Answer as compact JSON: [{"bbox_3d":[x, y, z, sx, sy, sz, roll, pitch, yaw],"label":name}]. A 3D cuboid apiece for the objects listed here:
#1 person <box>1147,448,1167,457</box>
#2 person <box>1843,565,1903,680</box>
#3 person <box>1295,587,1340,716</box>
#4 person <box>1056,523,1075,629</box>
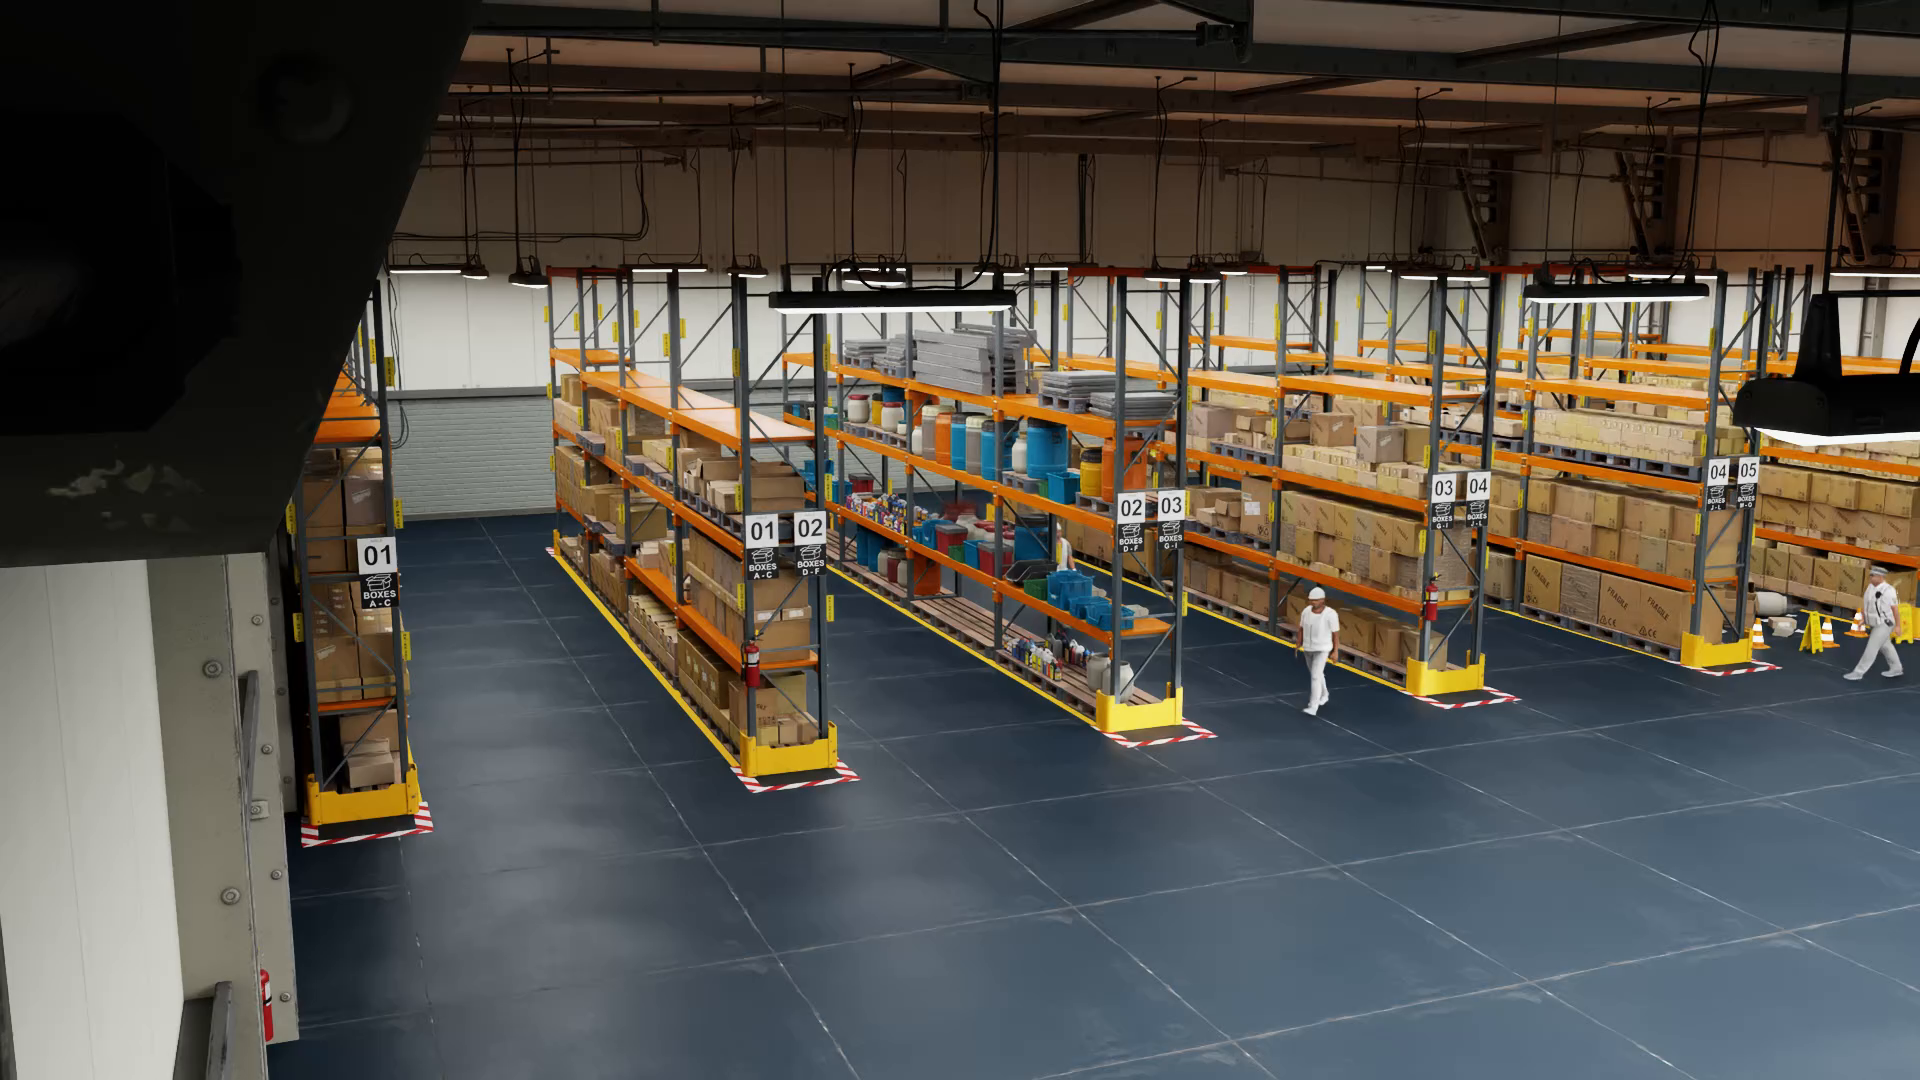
[{"bbox_3d":[5.245,-2.189,44.186,0.995,1.731,0.555,-6,12,-32],"label":"person"},{"bbox_3d":[13.579,1.212,24.651,1.038,1.687,0.587,-1,10,-5],"label":"person"},{"bbox_3d":[4.907,1.514,22.999,0.896,1.746,0.563,-8,13,-38],"label":"person"},{"bbox_3d":[1.680,0.582,28.091,0.565,1.746,0.978,-4,11,-23],"label":"person"}]
